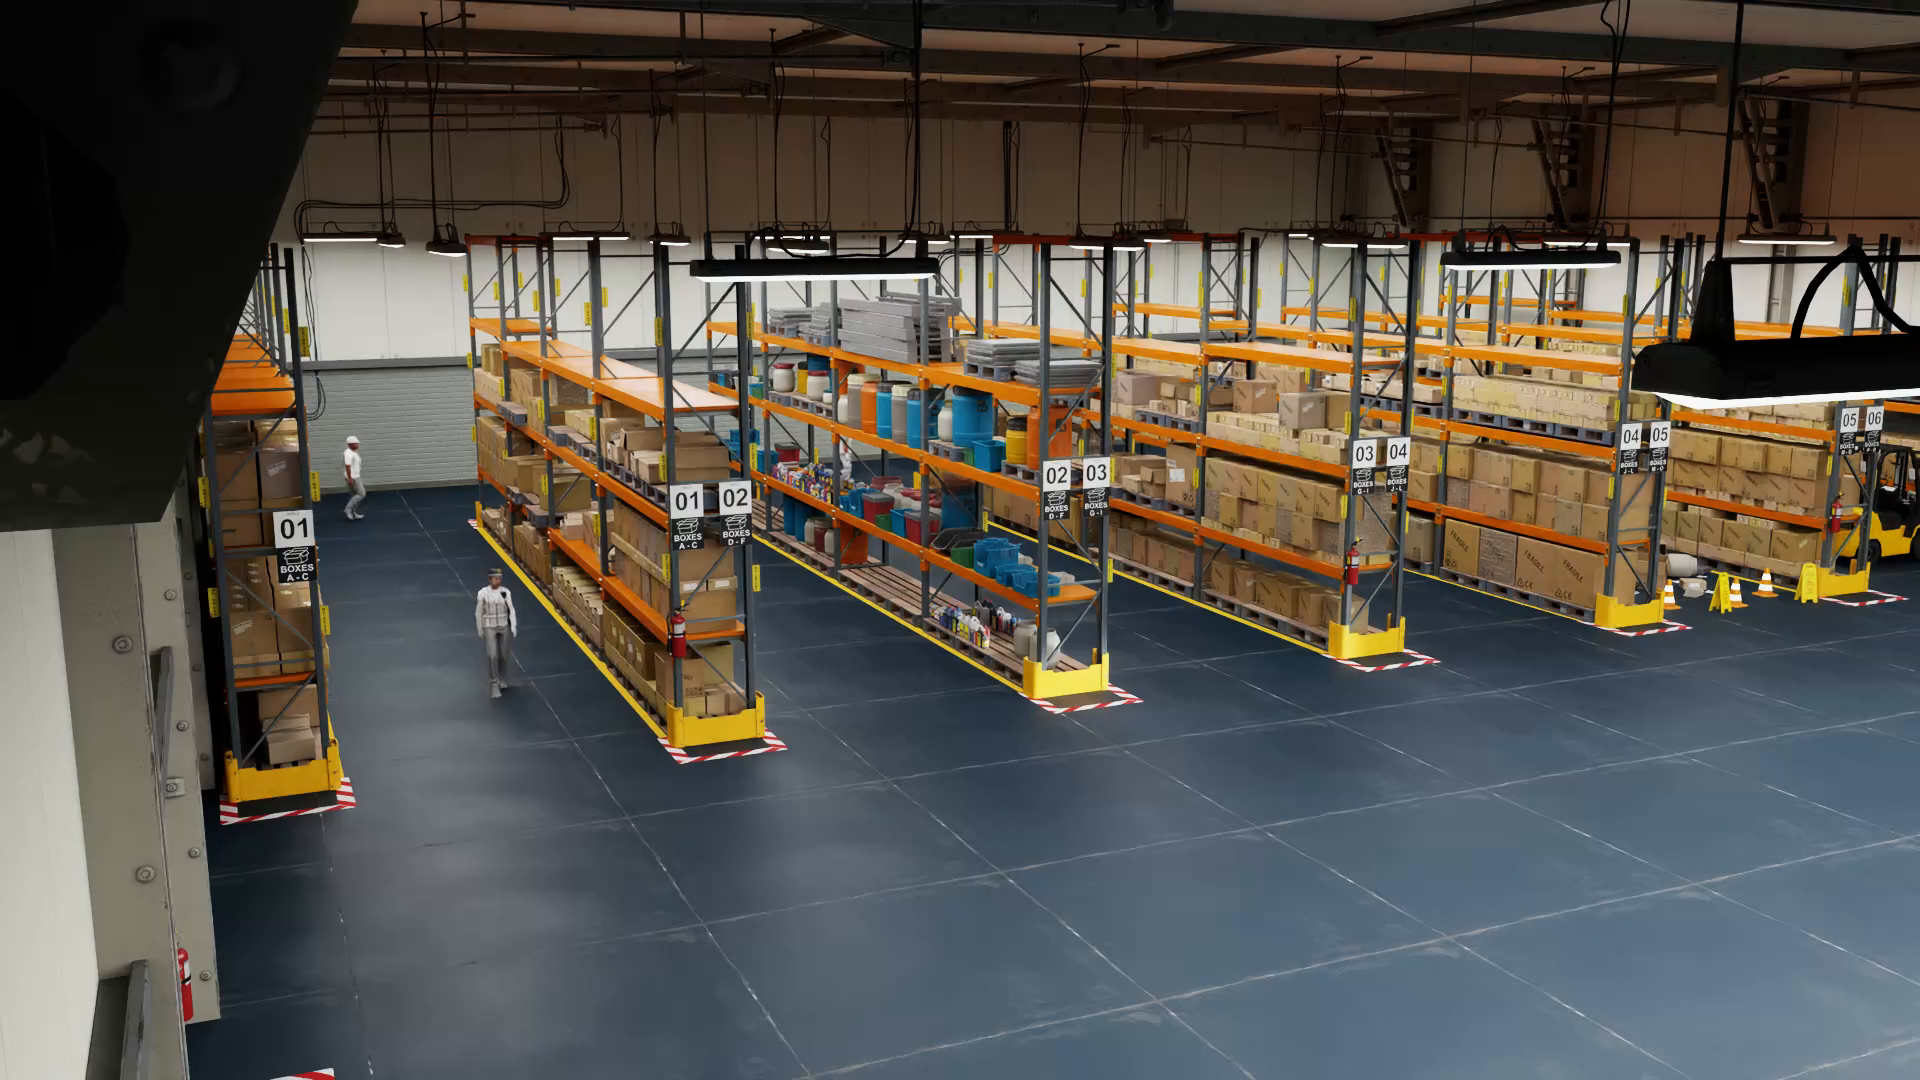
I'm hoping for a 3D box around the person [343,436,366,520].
[{"bbox_3d":[-12.861,-1.314,35.177,0.477,1.763,0.602,-5,12,-23],"label":"person"}]

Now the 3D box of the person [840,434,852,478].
[{"bbox_3d":[-2.751,-2.006,38.755,0.700,1.783,0.607,-2,11,-11],"label":"person"}]

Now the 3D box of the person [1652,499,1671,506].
[{"bbox_3d":[14.764,-1.219,34.710,0.589,1.778,0.538,-10,15,-41],"label":"person"}]

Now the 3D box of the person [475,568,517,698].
[{"bbox_3d":[-6.221,1.240,22.435,0.510,1.706,0.644,-6,12,-28],"label":"person"}]
